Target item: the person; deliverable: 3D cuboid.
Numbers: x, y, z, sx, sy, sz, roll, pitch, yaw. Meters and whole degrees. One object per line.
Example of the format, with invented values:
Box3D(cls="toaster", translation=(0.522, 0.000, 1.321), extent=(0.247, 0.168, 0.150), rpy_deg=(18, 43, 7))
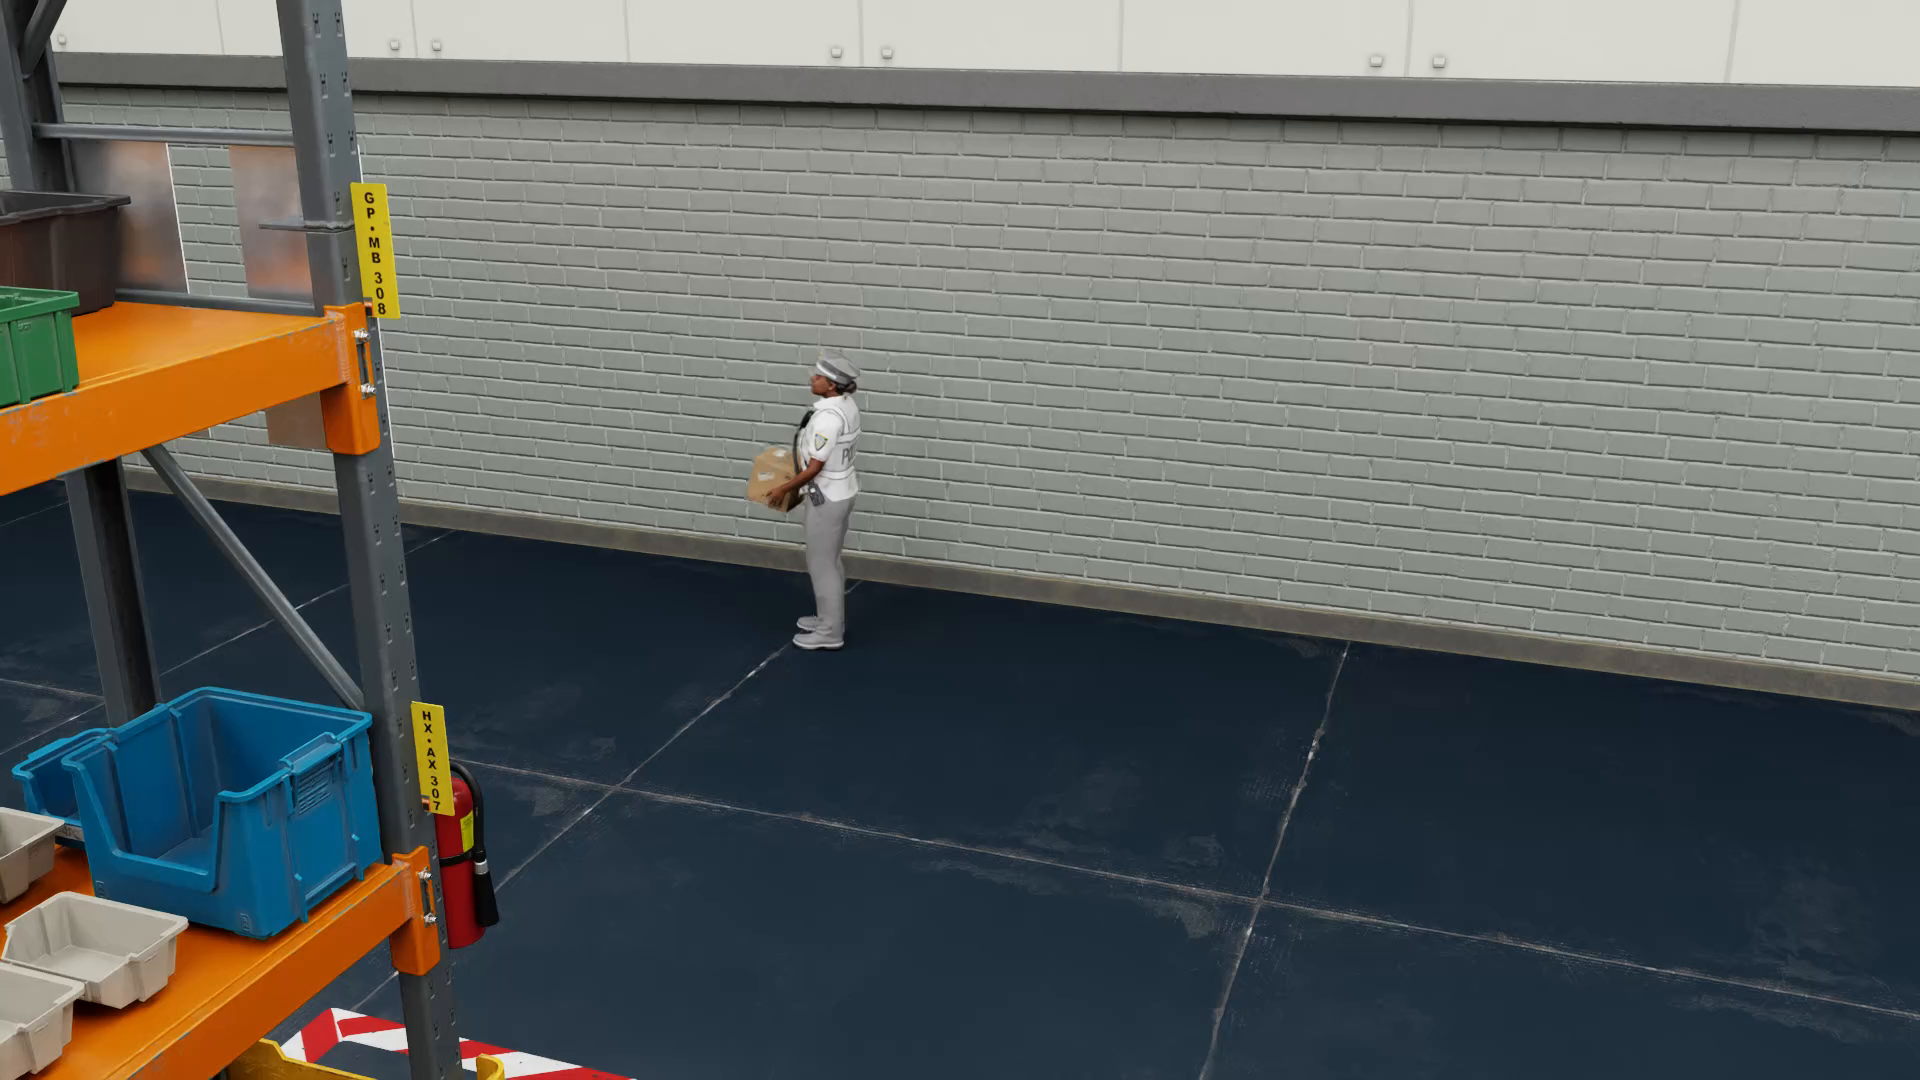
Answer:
Box3D(cls="person", translation=(-0.791, -0.232, 9.183), extent=(0.519, 1.702, 0.491), rpy_deg=(3, 19, 9))
